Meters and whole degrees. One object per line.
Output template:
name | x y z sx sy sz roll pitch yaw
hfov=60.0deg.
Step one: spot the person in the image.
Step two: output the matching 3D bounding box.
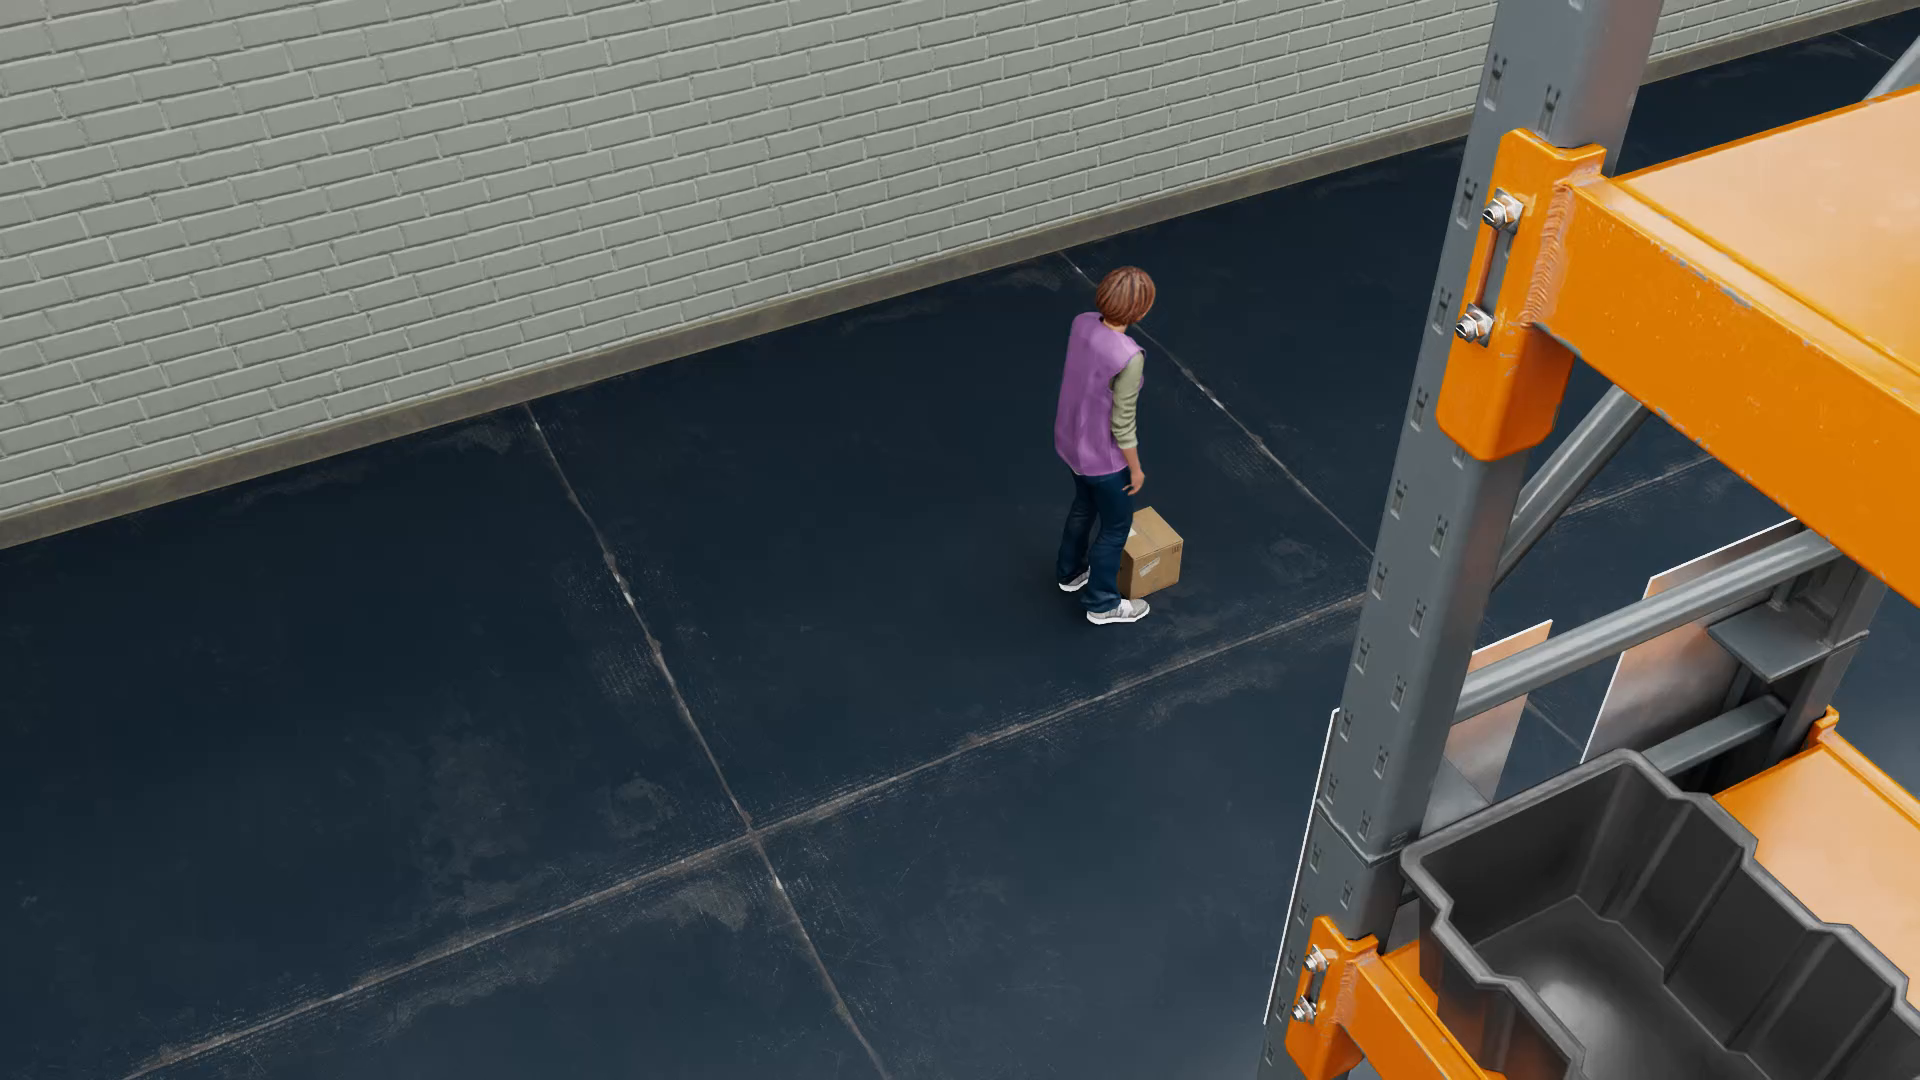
person | 0.556 -0.284 6.635 0.334 1.393 0.467 -19 45 -20
